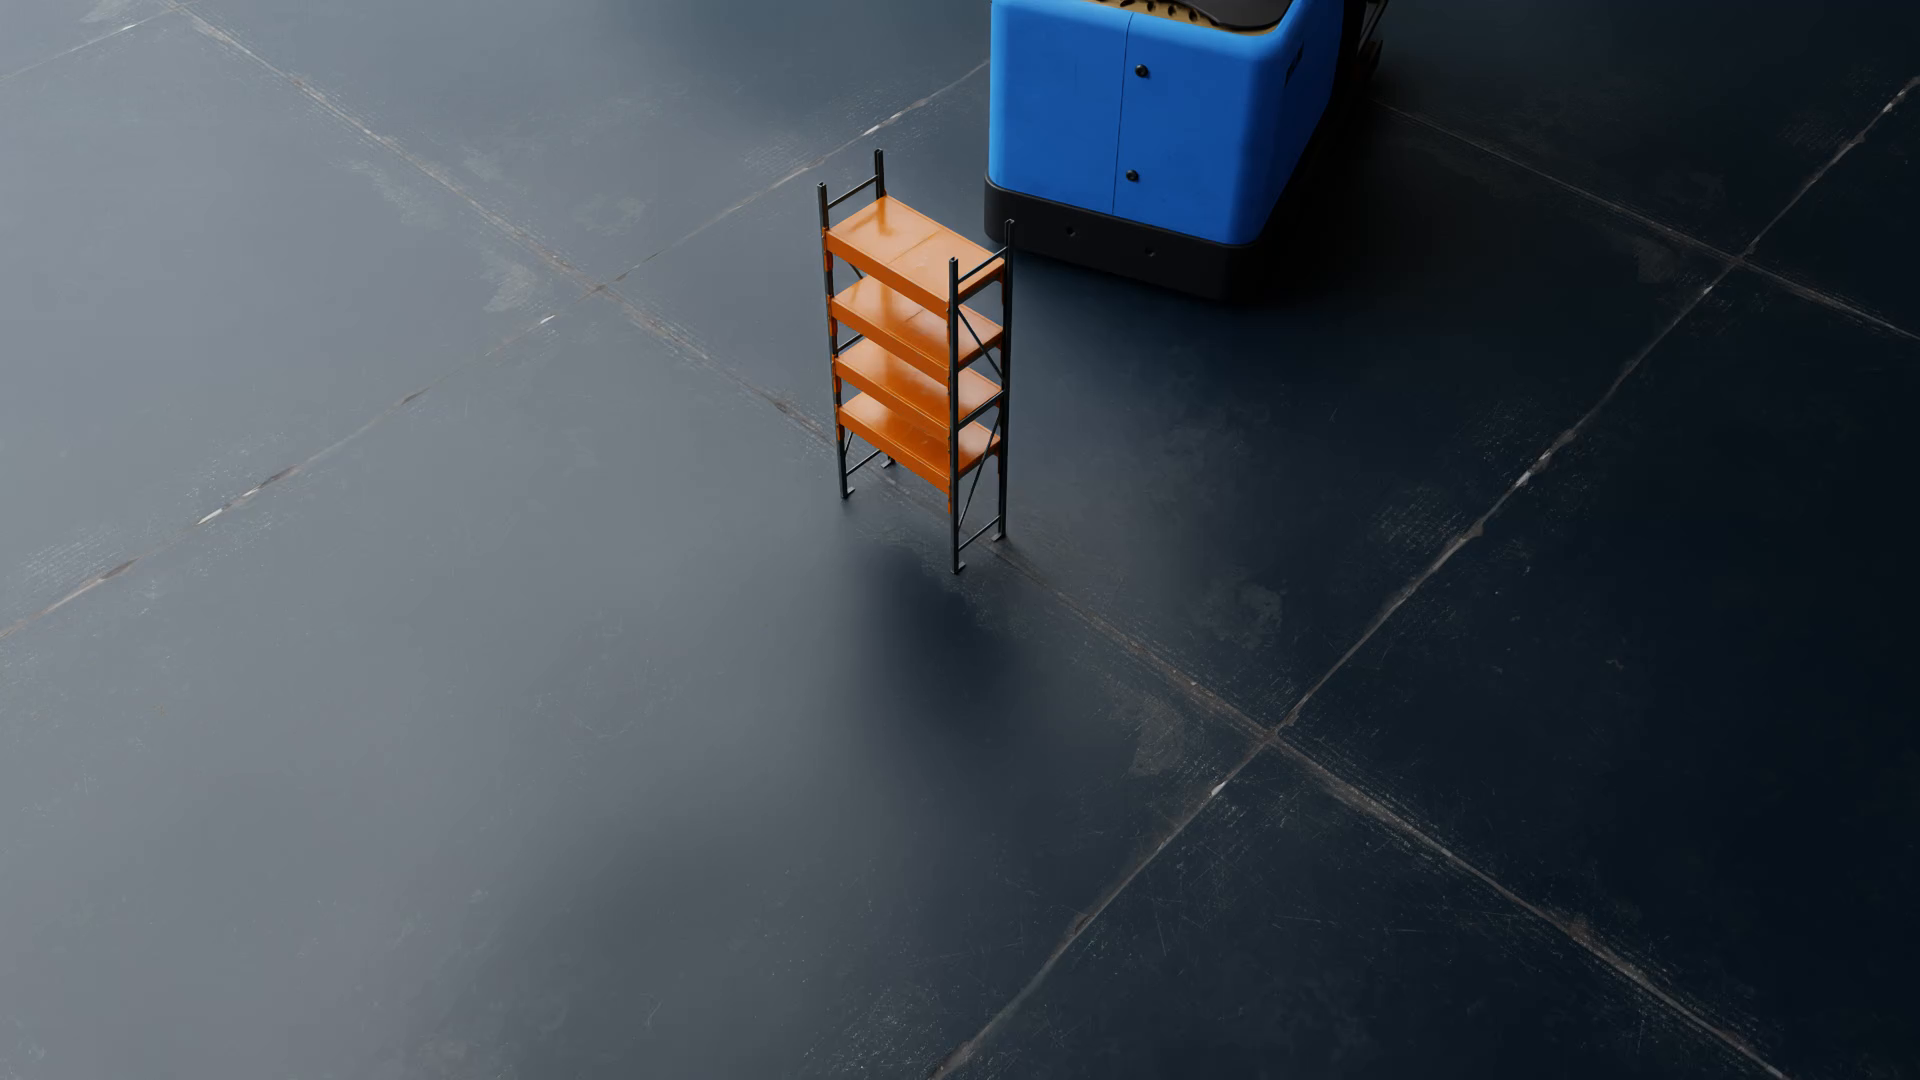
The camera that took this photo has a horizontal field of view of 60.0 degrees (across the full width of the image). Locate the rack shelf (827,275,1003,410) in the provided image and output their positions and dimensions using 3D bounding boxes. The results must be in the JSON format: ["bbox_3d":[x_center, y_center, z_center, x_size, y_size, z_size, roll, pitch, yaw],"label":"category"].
[{"bbox_3d":[-0.122,-0.600,4.775,0.480,0.148,0.258,34,55,28],"label":"rack shelf"}]

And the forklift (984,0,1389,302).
[{"bbox_3d":[1.143,-2.944,6.004,1.130,2.935,3.031,18,49,16],"label":"forklift"}]

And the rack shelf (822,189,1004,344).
[{"bbox_3d":[-0.122,-0.762,4.603,0.480,0.148,0.258,34,55,28],"label":"rack shelf"}]

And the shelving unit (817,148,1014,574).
[{"bbox_3d":[-0.122,-0.493,4.889,0.503,1.200,0.258,34,55,28],"label":"shelving unit"}]

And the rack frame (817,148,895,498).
[{"bbox_3d":[-0.301,-0.613,5.003,0.015,1.200,0.240,34,55,28],"label":"rack frame"}]

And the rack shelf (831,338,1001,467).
[{"bbox_3d":[-0.122,-0.446,4.938,0.480,0.148,0.258,34,55,28],"label":"rack shelf"}]

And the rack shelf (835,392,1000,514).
[{"bbox_3d":[-0.122,-0.311,5.083,0.480,0.148,0.258,34,55,28],"label":"rack shelf"}]

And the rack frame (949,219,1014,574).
[{"bbox_3d":[0.058,-0.372,4.776,0.015,1.200,0.240,34,55,28],"label":"rack frame"}]
